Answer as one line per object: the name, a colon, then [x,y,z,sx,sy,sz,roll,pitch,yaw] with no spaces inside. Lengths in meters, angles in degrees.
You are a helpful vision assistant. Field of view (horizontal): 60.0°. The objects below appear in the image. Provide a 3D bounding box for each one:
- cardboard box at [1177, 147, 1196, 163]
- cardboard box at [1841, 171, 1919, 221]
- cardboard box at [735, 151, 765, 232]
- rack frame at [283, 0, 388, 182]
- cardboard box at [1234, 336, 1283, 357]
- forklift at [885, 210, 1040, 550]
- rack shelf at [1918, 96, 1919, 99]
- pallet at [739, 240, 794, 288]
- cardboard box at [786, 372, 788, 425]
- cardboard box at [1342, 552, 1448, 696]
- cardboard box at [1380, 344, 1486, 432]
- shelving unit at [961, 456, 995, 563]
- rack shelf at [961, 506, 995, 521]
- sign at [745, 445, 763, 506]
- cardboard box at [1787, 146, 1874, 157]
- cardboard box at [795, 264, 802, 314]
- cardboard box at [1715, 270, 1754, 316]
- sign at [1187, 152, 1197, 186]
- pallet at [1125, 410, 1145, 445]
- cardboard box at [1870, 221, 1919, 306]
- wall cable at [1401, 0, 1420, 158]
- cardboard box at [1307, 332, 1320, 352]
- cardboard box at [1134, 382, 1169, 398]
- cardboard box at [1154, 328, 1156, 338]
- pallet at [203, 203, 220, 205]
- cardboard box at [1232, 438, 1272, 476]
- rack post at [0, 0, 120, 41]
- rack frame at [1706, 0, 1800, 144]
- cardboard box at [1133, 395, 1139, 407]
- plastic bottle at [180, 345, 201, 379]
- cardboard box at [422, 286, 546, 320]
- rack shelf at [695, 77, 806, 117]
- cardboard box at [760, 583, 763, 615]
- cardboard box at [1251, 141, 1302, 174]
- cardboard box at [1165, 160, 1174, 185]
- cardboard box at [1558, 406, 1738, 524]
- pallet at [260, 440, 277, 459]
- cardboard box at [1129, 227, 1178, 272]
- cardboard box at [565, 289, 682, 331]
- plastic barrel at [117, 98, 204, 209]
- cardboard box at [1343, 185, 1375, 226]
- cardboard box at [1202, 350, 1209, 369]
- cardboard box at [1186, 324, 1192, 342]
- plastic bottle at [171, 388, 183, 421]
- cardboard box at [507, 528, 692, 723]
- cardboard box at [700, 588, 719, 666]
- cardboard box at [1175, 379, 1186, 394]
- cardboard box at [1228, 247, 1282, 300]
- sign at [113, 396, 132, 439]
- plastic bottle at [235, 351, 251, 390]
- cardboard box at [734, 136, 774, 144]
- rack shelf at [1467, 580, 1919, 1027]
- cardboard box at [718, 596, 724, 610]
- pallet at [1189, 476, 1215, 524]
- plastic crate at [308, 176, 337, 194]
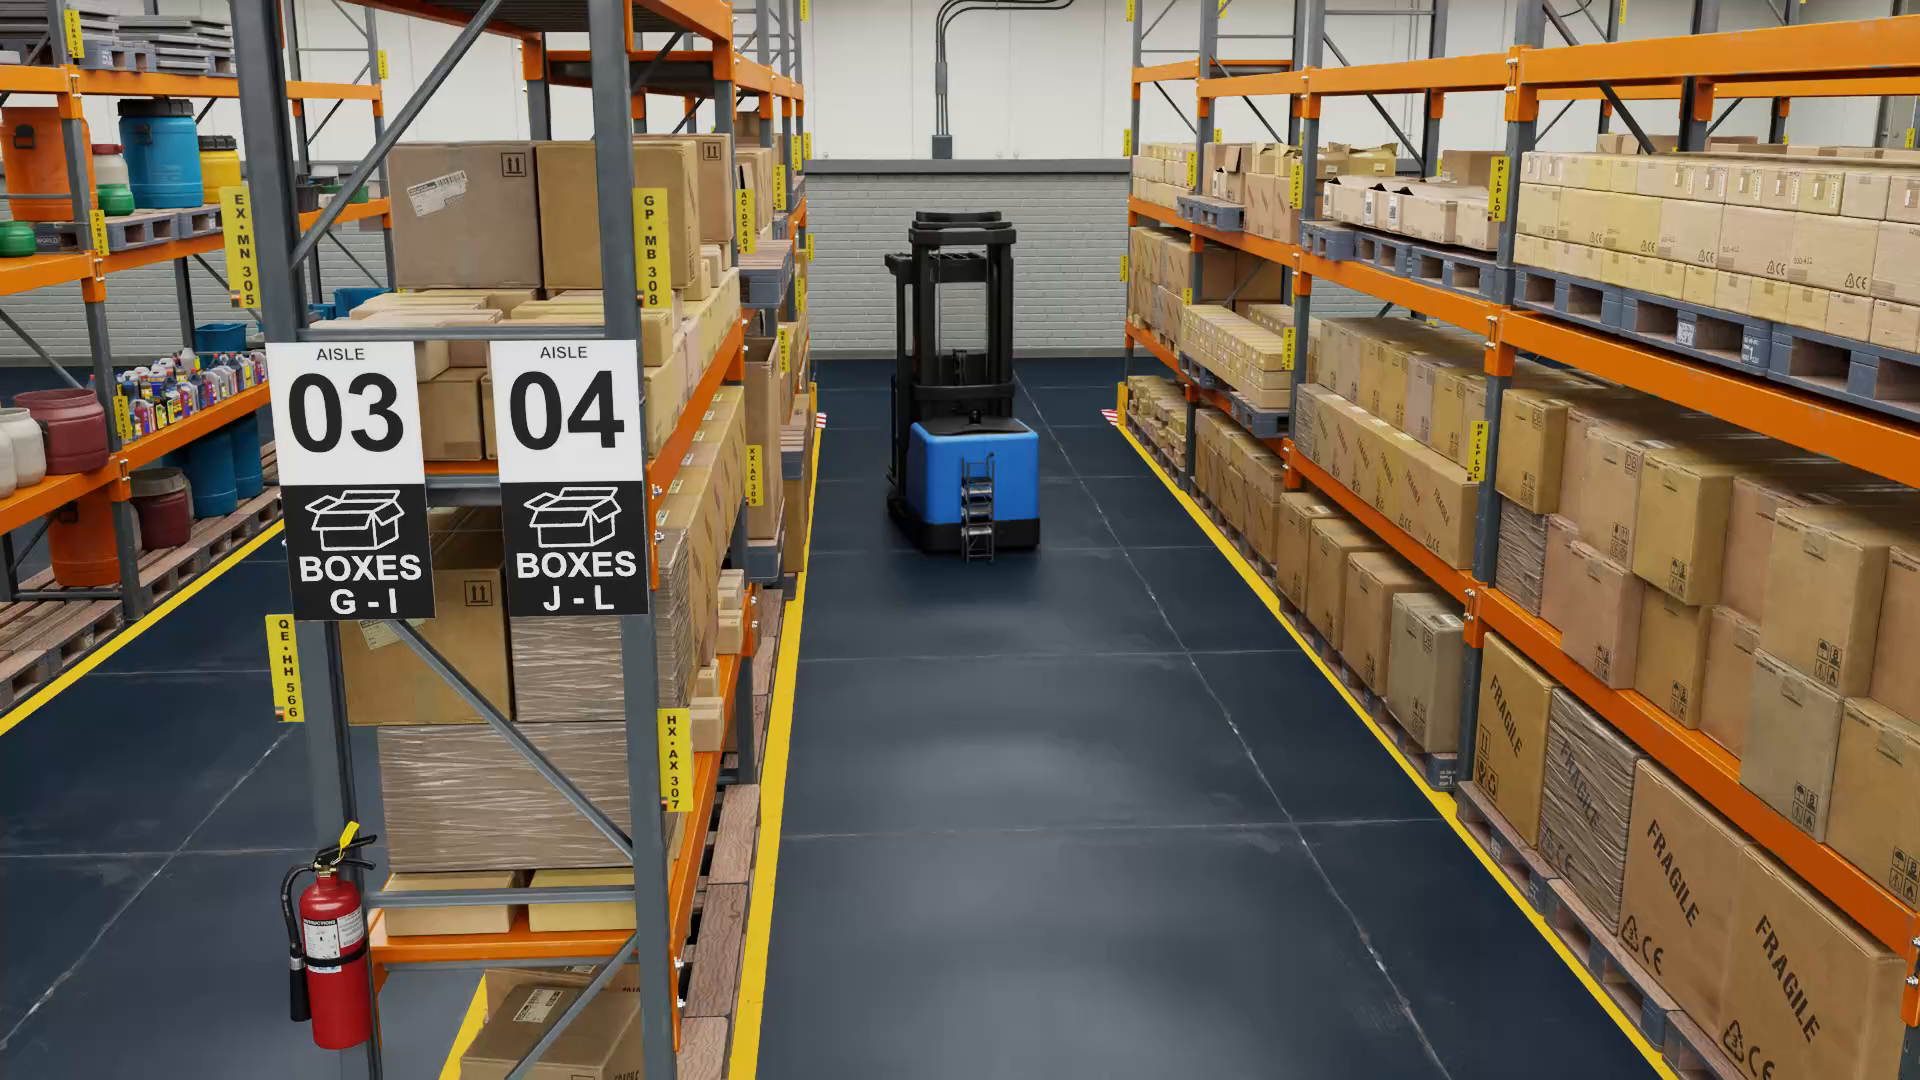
cardboard box: [2.446,-3.967,17.126,0.380,0.149,0.250,-1,14,-4]
cardboard box: [3.176,-1.141,5.507,0.380,0.149,0.250,-1,14,-3]
cardboard box: [-1.549,-2.284,10.883,0.500,0.500,0.500,-1,14,-2]
rack frame: [-7.326,-5.725,19.440,1.000,3.000,0.127,-1,14,-3]
cardboard box: [2.532,-1.636,14.057,0.380,0.149,0.250,0,14,-2]
forklift: [-0.099,-1.649,15.776,1.130,2.935,3.031,-3,15,-12]
rack shelf: [12.587,-5.184,18.790,1.077,0.370,4.000,-1,14,-3]
pallet: [-1.638,-1.686,10.141,1.213,0.211,1.003,-1,14,-3]
cardboard box: [-1.679,-1.208,13.724,0.500,0.500,0.500,-1,14,-5]
cardboard box: [3.134,0.530,10.841,1.050,0.750,0.750,-1,14,-3]
cardboard box: [3.187,-0.998,10.902,0.700,0.500,0.500,-1,14,-4]
shelving unit: [0.156,-0.264,14.472,0.258,0.900,0.210,-3,15,-12]
rack shelf: [0.156,-0.232,14.480,0.258,0.077,0.200,-3,15,-12]
sign: [-1.098,-0.341,8.818,0.100,0.325,0.005,-1,14,-3]
cardboard box: [7.606,-3.198,14.594,0.500,0.500,0.500,-1,14,-3]
cardboard box: [-1.969,-2.711,17.964,0.500,0.500,0.500,-1,14,-5]
cardboard box: [3.129,-0.944,6.341,0.380,0.149,0.250,-1,14,-3]
sign: [2.281,-3.645,16.340,0.100,0.325,0.005,-1,14,-3]
pallet: [2.594,-1.375,20.172,1.003,0.211,1.213,-1,14,-3]
cardboard box: [3.257,-0.861,5.219,0.500,0.250,0.500,-1,14,-3]
wall cable: [6.875,-7.364,25.813,0.463,3.000,0.029,-1,14,-3]
cardboard box: [3.170,-1.706,14.330,0.380,0.149,0.250,0,14,-1]
cardboard box: [2.293,-1.791,19.876,0.380,0.149,0.250,-1,14,-4]
cardboard box: [2.415,-2.353,18.879,0.380,0.149,0.250,0,14,-1]
pallet: [-6.932,-2.992,15.219,1.213,0.211,1.003,-1,14,-3]
cardboard box: [2.708,-0.732,14.743,0.500,0.250,0.500,-1,14,-2]
rack post: [-6.916,-3.878,12.415,0.954,0.300,0.937,-1,14,-3]
rack frame: [7.757,-4.959,16.466,1.000,3.000,0.127,-1,14,-3]
cardboard box: [2.311,-1.711,20.161,0.380,0.149,0.250,-1,14,-4]
plastic bottle: [-7.377,-1.698,15.929,0.144,0.351,0.185,-1,14,-3]
cardboard box: [-1.675,-0.812,5.869,0.380,0.149,0.250,-1,14,-3]
rack shelf: [-2.258,-4.762,17.944,1.077,0.370,4.000,-1,14,-3]
cardboard box: [-1.825,0.258,12.362,0.700,0.500,0.500,-2,15,-6]
cardboard box: [2.686,-3.246,14.088,0.396,0.266,0.258,-1,14,-3]
cardboard box: [2.482,-3.945,17.839,0.500,0.250,0.500,0,14,-1]
cardboard box: [3.457,-0.331,8.049,0.875,0.550,0.550,-1,14,-3]
pallet: [-7.241,-0.960,18.559,1.003,0.211,1.213,-1,14,-3]
cardboard box: [2.337,-3.508,20.061,0.500,0.500,0.500,-1,14,-4]
cardboard box: [-1.192,-0.818,5.890,0.380,0.149,0.250,-1,14,-4]
plastic barrel: [-6.819,-3.301,14.192,0.600,0.901,0.708,-1,14,-3]
cardboard box: [2.926,-2.281,11.335,0.500,0.250,0.500,0,14,-2]
cardboard box: [2.453,-1.672,15.391,0.380,0.149,0.250,-2,15,-6]
cardboard box: [2.406,-2.009,16.102,0.380,0.149,0.250,-1,14,-5]
plastic bottle: [-6.571,-1.139,13.916,0.097,0.271,0.097,0,14,0]
cardboard box: [-1.153,0.266,5.393,0.500,0.500,0.500,-1,14,-3]
cardboard box: [-1.545,0.257,7.435,0.875,0.500,0.500,-1,14,-3]
cardboard box: [2.818,-1.867,20.171,0.380,0.149,0.250,-1,14,-2]
cardboard box: [3.038,-2.745,17.095,0.500,0.500,0.500,-1,14,-2]
sign: [-6.281,-0.919,12.475,0.100,0.325,0.005,-1,14,-3]
plastic bottle: [-6.694,-1.577,15.459,0.144,0.351,0.185,-1,14,-3]
cardboard box: [-2.243,-3.848,16.920,0.700,0.500,0.500,-2,15,-7]
rack shelf: [3.442,0.883,7.242,1.077,0.370,4.000,-1,14,-3]
cardboard box: [-1.370,0.385,8.239,0.380,0.149,0.250,-1,14,-3]
pallet: [2.872,-0.408,16.414,1.003,0.211,1.213,-1,14,-3]
plastic crate: [-7.580,-4.109,19.441,0.497,0.269,0.590,-1,14,-3]
